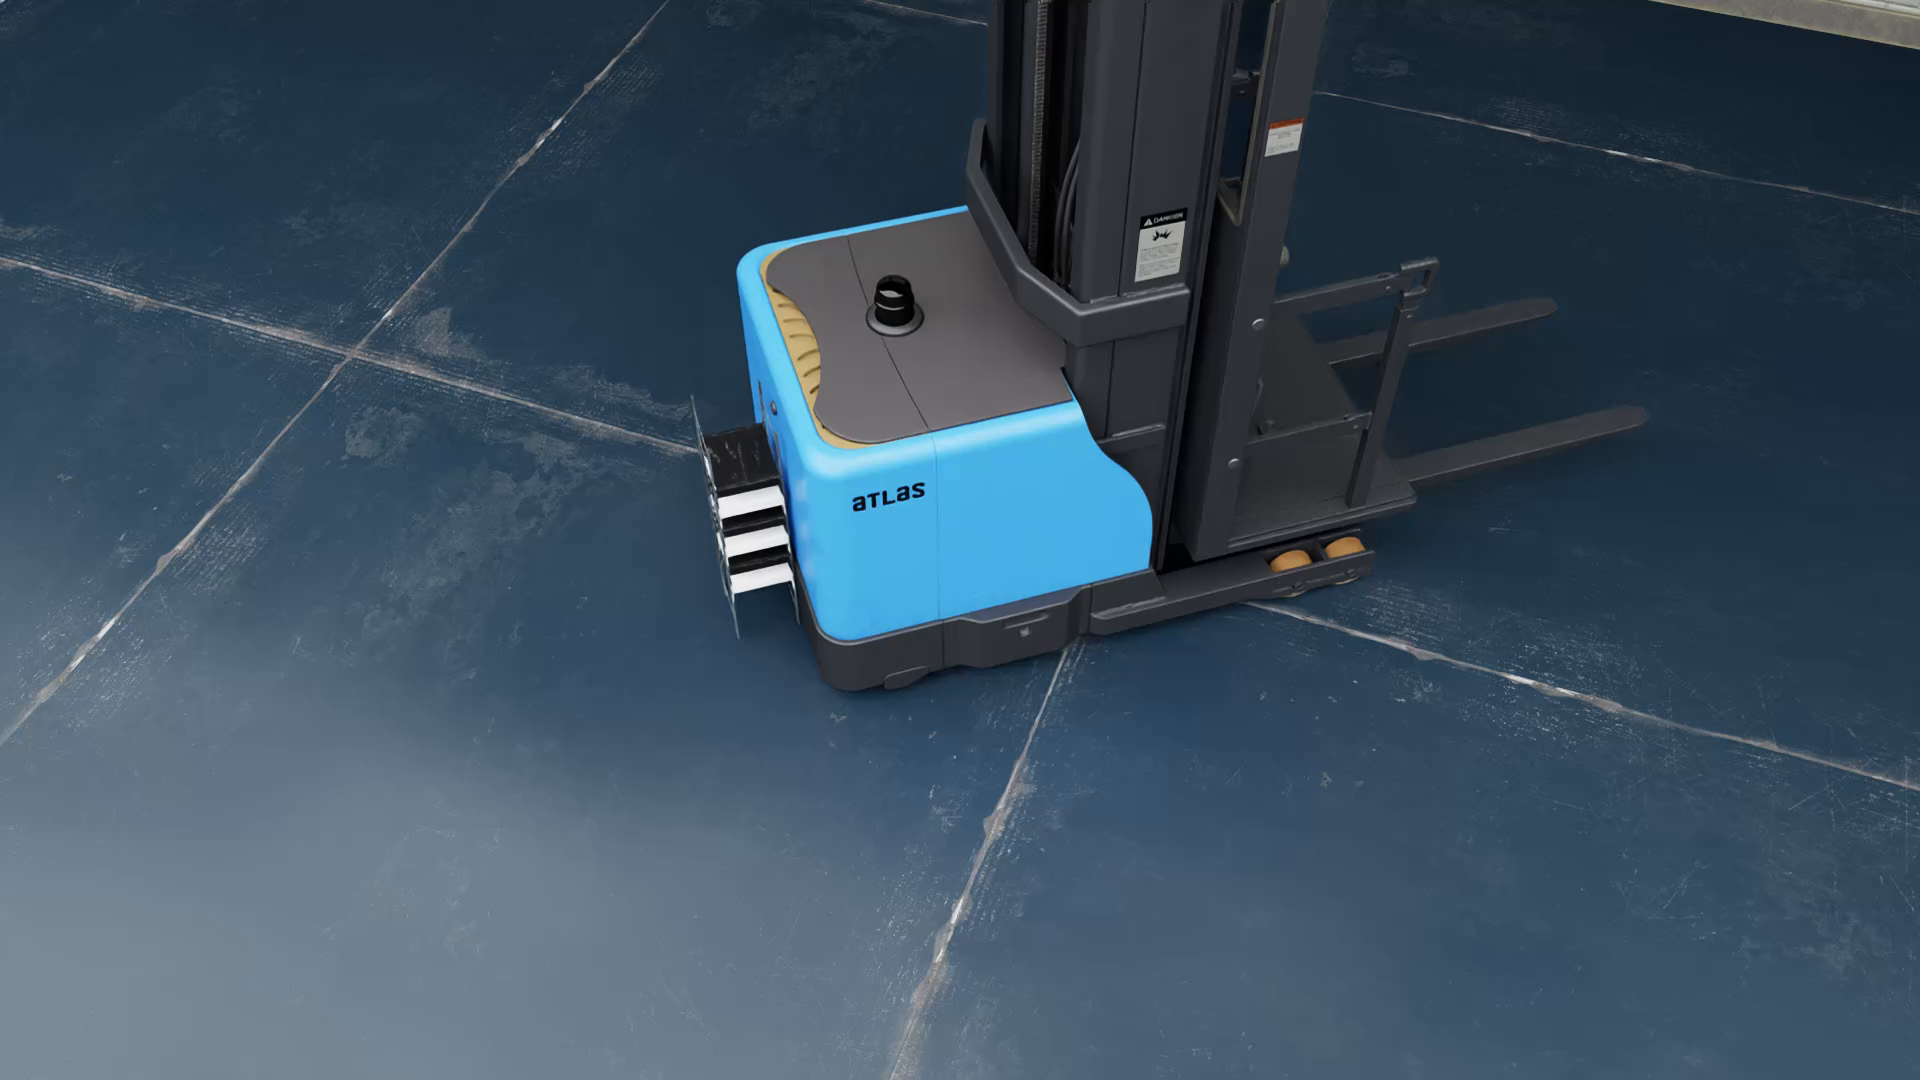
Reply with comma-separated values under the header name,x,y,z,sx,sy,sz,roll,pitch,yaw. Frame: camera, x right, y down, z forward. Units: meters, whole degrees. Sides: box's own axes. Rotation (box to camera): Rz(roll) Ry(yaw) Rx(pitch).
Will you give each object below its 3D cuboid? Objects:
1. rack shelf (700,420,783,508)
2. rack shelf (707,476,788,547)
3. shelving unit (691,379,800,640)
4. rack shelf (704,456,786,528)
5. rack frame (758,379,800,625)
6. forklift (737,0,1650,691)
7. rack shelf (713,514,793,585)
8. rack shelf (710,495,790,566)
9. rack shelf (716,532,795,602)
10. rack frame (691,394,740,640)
name,x,y,z,sx,sy,sz,roll,pitch,yaw
rack shelf,-0.664,-0.231,5.042,0.200,0.077,0.258,-13,50,-11
rack shelf,-0.664,-0.114,5.178,0.200,0.077,0.258,-13,50,-11
shelving unit,-0.664,-0.076,5.221,0.210,0.900,0.258,-13,50,-11
rack shelf,-0.664,-0.173,5.110,0.200,0.077,0.258,-13,50,-11
rack frame,-0.567,-0.099,5.241,0.006,0.900,0.240,-13,50,-11
forklift,0.875,-1.137,4.796,3.031,2.935,1.130,-13,50,-11
rack shelf,-0.664,0.004,5.314,0.200,0.077,0.258,-13,50,-11
rack shelf,-0.664,-0.055,5.246,0.200,0.077,0.258,-13,50,-11
rack shelf,-0.664,0.063,5.382,0.200,0.077,0.258,-13,50,-11
rack frame,-0.761,-0.053,5.201,0.006,0.900,0.240,-13,50,-11
